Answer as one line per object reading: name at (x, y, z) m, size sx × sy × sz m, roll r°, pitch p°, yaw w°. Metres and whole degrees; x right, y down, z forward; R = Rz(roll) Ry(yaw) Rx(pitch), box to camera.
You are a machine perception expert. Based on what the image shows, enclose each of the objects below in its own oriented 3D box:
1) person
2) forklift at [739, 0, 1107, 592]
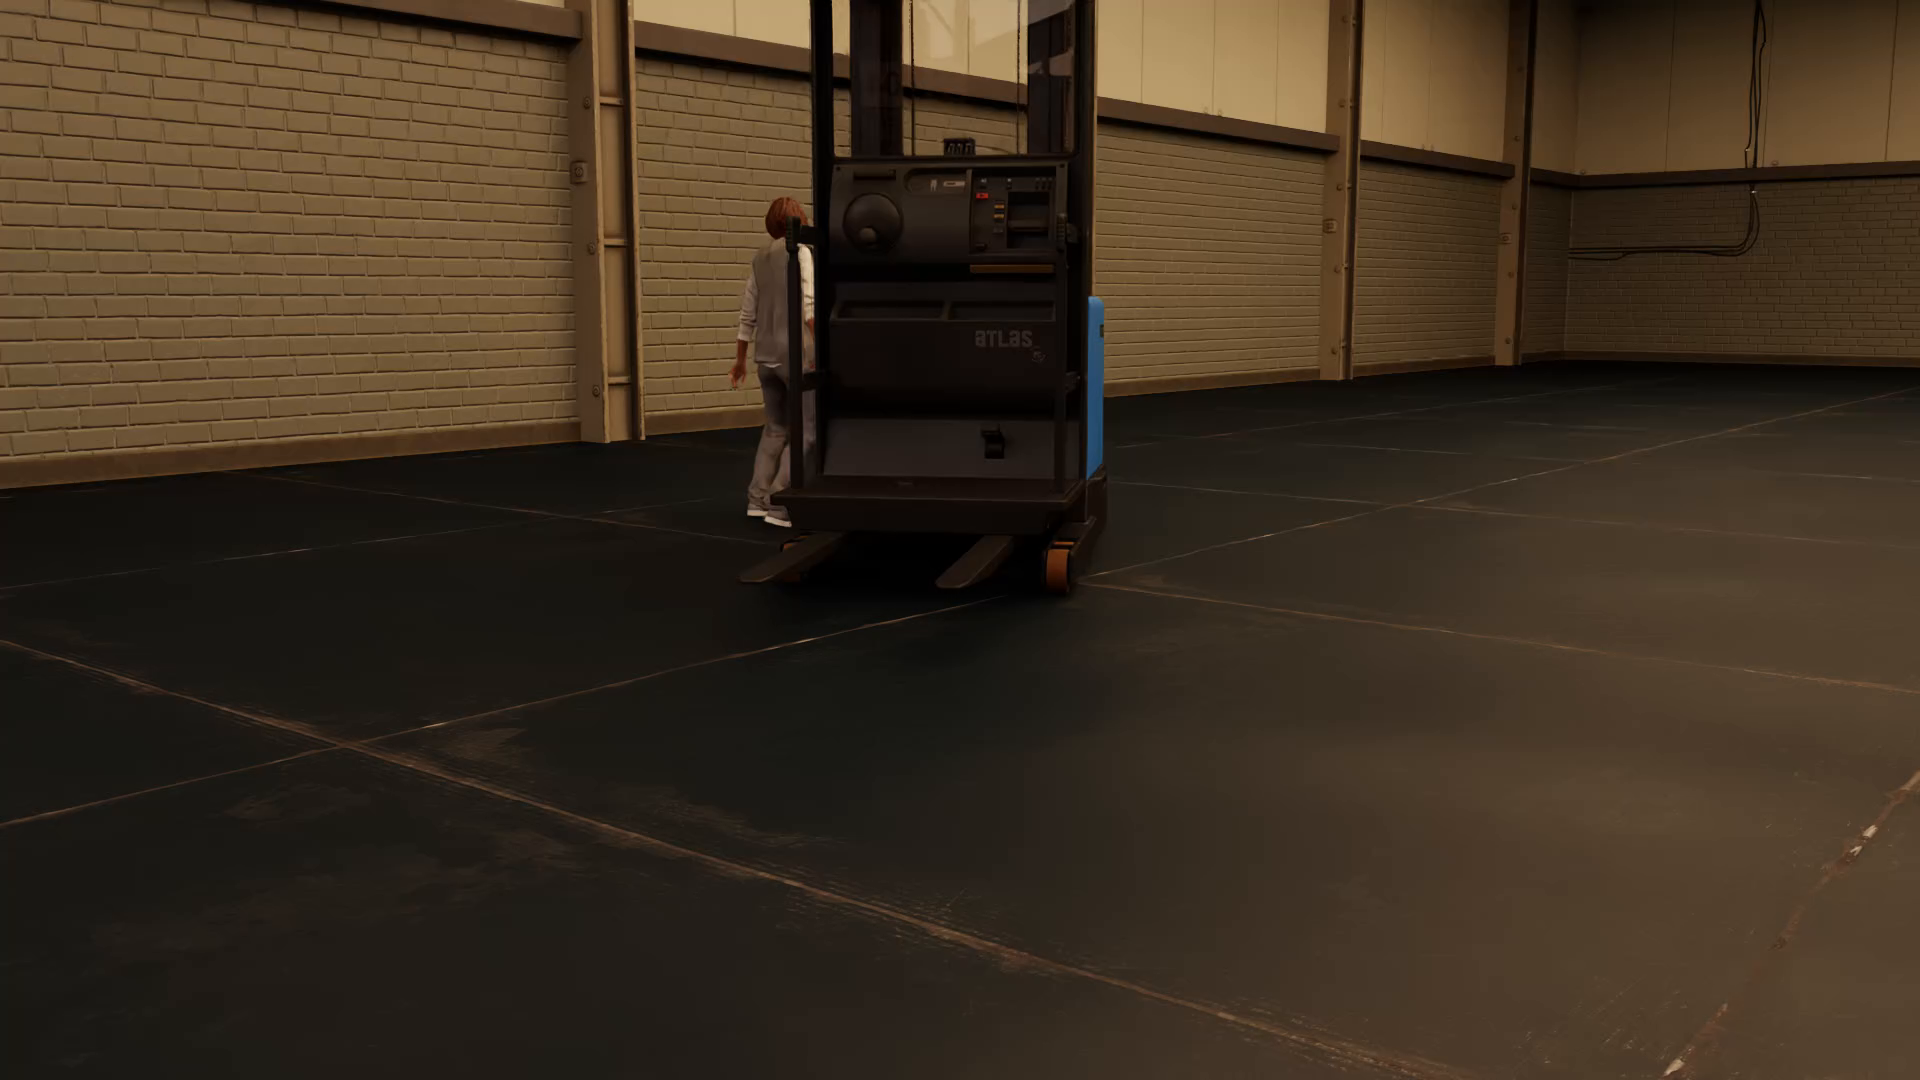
person at (-0.843, -0.836, 7.895) m, size 0.407 × 1.564 × 0.730 m, roll -7°, pitch 11°, yaw -41°
forklift at (-0.080, -1.313, 6.253) m, size 1.130 × 2.935 × 3.031 m, roll 1°, pitch 8°, yaw 10°
